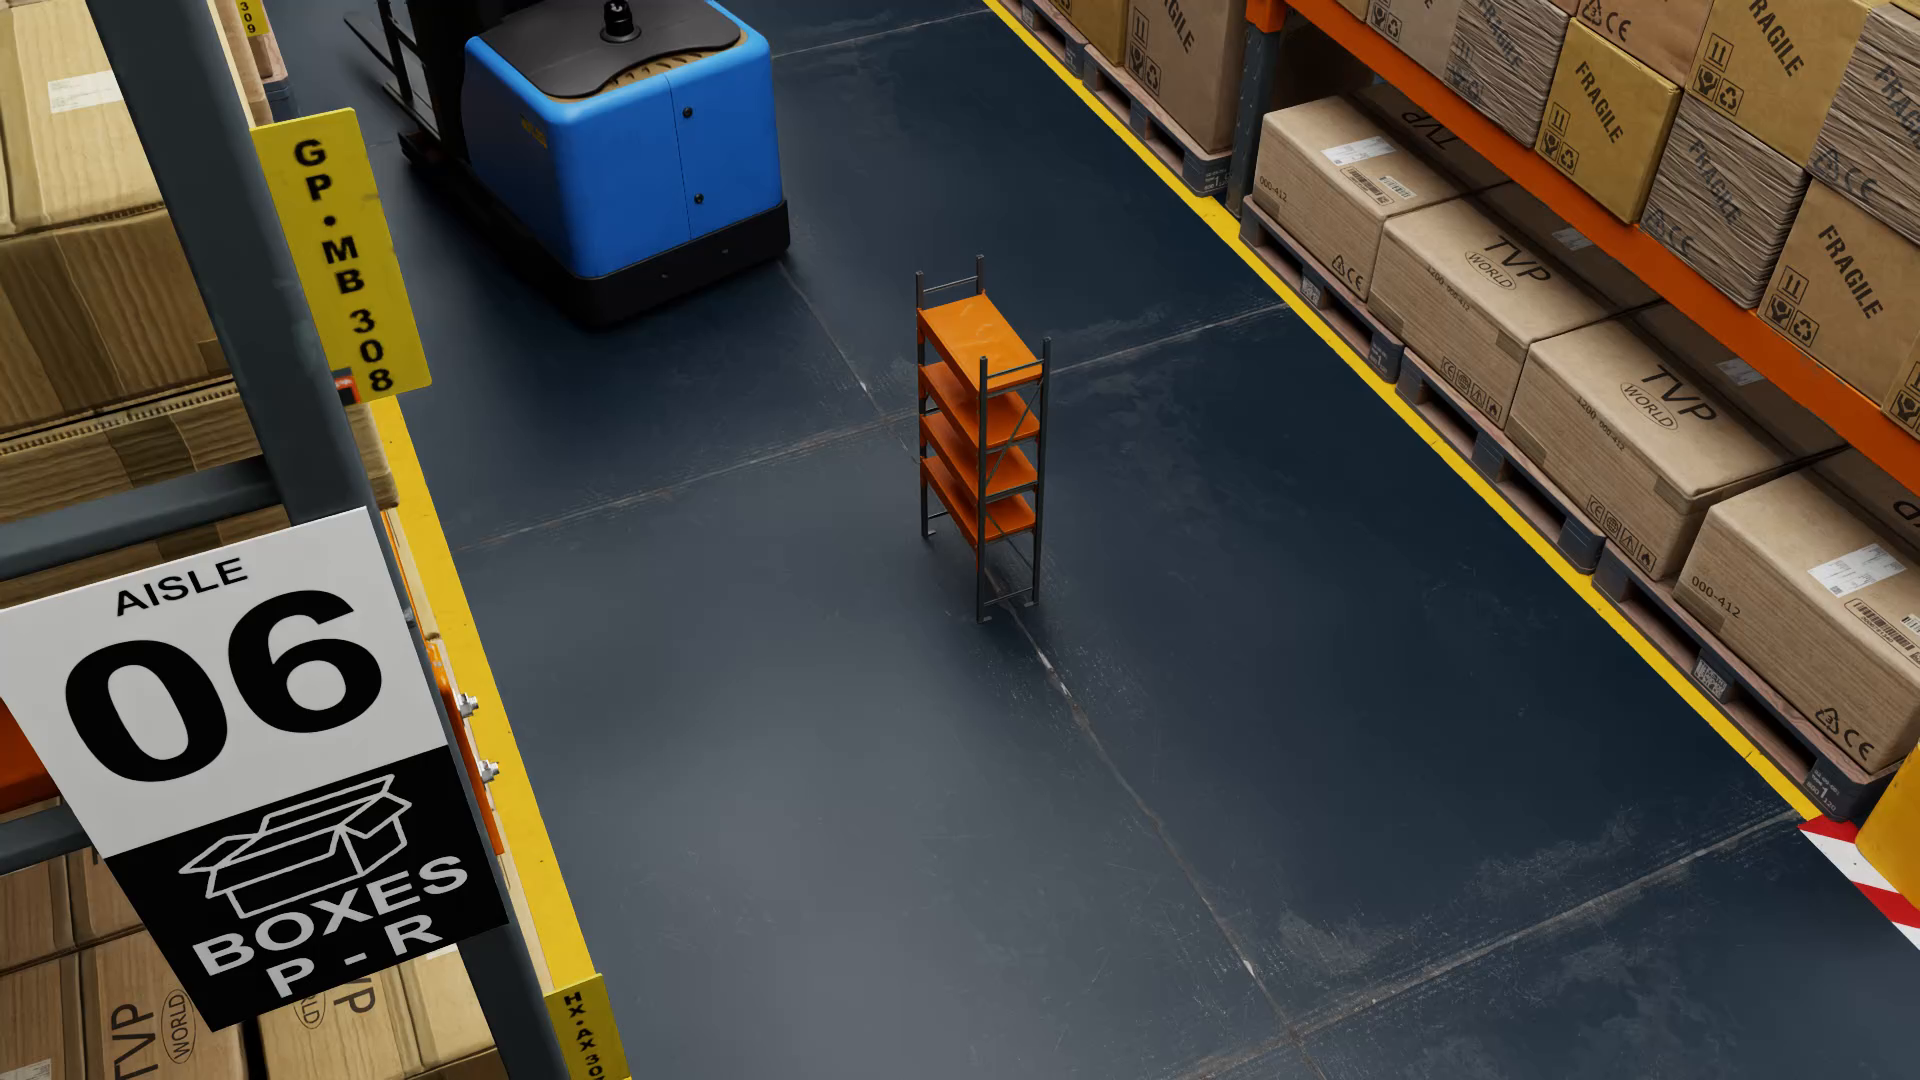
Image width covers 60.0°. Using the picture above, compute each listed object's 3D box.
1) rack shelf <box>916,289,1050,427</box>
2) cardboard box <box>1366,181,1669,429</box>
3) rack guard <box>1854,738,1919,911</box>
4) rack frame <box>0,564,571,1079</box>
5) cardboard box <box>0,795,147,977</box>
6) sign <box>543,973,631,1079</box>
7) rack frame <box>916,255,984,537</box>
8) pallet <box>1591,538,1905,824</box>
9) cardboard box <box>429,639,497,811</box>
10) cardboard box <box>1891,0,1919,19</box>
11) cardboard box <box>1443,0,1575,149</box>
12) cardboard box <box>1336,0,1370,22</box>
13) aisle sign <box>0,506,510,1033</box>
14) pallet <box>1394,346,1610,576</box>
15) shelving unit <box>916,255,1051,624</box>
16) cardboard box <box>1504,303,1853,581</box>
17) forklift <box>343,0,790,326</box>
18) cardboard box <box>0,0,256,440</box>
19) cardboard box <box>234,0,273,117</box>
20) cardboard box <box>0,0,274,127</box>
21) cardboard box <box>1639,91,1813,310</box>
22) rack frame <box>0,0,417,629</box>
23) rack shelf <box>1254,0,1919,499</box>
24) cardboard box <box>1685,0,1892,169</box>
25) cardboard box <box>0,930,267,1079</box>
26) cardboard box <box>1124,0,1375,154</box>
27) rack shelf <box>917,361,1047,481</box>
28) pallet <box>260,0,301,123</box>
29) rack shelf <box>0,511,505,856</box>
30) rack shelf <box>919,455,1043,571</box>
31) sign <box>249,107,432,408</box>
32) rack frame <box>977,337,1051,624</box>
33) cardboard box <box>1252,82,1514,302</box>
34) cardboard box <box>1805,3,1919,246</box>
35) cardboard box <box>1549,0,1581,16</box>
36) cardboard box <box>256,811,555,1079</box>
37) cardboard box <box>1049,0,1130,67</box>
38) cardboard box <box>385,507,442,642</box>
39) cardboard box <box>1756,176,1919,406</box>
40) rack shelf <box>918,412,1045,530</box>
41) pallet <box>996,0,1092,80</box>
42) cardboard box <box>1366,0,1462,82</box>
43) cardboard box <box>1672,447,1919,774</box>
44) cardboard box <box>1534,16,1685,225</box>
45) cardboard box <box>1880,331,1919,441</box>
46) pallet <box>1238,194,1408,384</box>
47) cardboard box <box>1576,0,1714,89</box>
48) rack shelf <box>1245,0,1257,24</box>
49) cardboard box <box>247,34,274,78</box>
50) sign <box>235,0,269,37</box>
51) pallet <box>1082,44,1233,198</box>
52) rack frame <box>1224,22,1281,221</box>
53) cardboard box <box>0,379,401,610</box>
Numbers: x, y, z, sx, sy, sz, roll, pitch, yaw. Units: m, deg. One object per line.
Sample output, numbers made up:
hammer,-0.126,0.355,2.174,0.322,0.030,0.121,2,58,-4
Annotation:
rack shelf,0.070,-0.601,5.446,0.258,0.148,0.480,-18,47,-17
cardboard box,2.269,-0.980,6.633,0.875,0.438,0.875,-19,48,-19
rack guard,3.418,0.709,5.175,1.175,0.500,0.348,-18,47,-17
rack frame,-1.094,1.273,2.825,1.000,3.000,0.127,-18,47,-17
cardboard box,-1.744,0.676,3.324,0.500,0.250,0.500,-18,47,-17
sign,-0.602,0.804,2.683,0.100,0.325,0.005,-18,47,-17
rack frame,-0.033,-0.477,5.879,0.240,1.200,0.015,-18,47,-17
pallet,3.000,0.311,5.785,1.003,0.211,1.213,-18,47,-17
cardboard box,-1.253,0.530,3.472,0.500,0.250,0.500,-18,47,-17
cardboard box,2.693,-1.455,4.344,0.380,0.149,0.250,-17,47,-17
cardboard box,2.097,-1.763,5.830,0.500,0.500,0.500,-18,47,-17
cardboard box,1.685,-2.404,6.479,0.500,0.500,0.500,-17,47,-16
aisle sign,-0.799,0.304,1.955,0.394,0.787,0.004,-18,47,-17
pallet,2.491,-0.466,6.572,1.003,0.211,1.213,-18,47,-17
shelving unit,0.070,-0.322,5.722,0.258,1.200,0.503,-18,47,-17
cardboard box,2.647,-0.405,6.050,0.875,0.438,0.875,-17,47,-16
forklift,-2.057,-2.942,7.145,1.130,2.935,3.031,-28,51,-26
cardboard box,-1.053,-0.382,1.905,0.500,0.250,0.500,-19,48,-18
cardboard box,-1.469,-0.859,2.744,0.500,0.250,0.500,-19,48,-19
cardboard box,-1.250,-0.712,2.239,0.500,0.250,0.500,-18,47,-18
cardboard box,2.542,-1.110,5.168,0.500,0.500,0.500,-17,47,-16
rack frame,-1.094,-0.863,0.717,1.000,3.000,0.127,-18,47,-17
rack shelf,2.567,-1.214,5.857,1.077,0.370,4.000,-18,47,-17
cardboard box,2.537,-1.465,4.816,0.500,0.500,0.500,-18,47,-18
cardboard box,-1.529,1.005,2.990,0.500,0.250,0.500,-17,47,-16
cardboard box,1.392,-2.509,7.871,0.875,0.875,0.875,-17,47,-16
rack shelf,0.070,-0.433,5.612,0.258,0.148,0.480,-18,47,-17
pallet,-3.013,-1.750,6.024,1.003,0.211,1.213,-18,47,-17
rack shelf,-1.935,-0.814,3.315,1.077,0.370,4.000,-18,47,-17
rack shelf,0.070,-0.132,5.908,0.258,0.148,0.480,-18,47,-17
sign,-0.602,-0.267,1.627,0.100,0.325,0.005,-18,47,-17
rack frame,0.172,-0.166,5.564,0.240,1.200,0.015,-18,47,-17
cardboard box,1.892,-1.550,7.211,0.875,0.438,0.875,-19,48,-18
cardboard box,2.742,-1.148,4.495,0.500,0.500,0.500,-18,47,-17
cardboard box,2.118,-2.108,5.467,0.500,0.500,0.500,-17,47,-17
cardboard box,-1.041,0.851,3.146,0.500,0.250,0.500,-18,47,-17
cardboard box,1.006,-3.083,8.452,0.875,0.875,0.875,-17,47,-16
cardboard box,-1.469,0.208,3.798,0.500,0.250,0.500,-19,48,-18
cardboard box,2.767,-0.785,4.838,0.500,0.500,0.500,-19,48,-18
rack shelf,0.070,-0.274,5.769,0.258,0.148,0.480,-18,47,-17
pallet,0.816,-3.000,9.140,1.003,0.211,1.213,-18,47,-17
cardboard box,1.893,-2.082,6.153,0.500,0.500,0.500,-18,47,-17
cardboard box,3.039,0.176,5.461,0.875,0.438,0.875,-20,48,-19
cardboard box,2.313,-1.435,5.497,0.500,0.500,0.500,-17,47,-16
cardboard box,2.965,-0.460,4.510,0.500,0.500,0.500,-18,47,-17
pallet,1.974,-1.244,7.361,1.003,0.211,1.213,-18,47,-17
cardboard box,2.328,-1.786,5.141,0.500,0.500,0.500,-18,47,-18
rack shelf,0.885,-3.763,8.440,1.077,0.370,4.000,-18,47,-17
cardboard box,-2.777,-1.836,5.605,0.700,0.500,0.500,-17,47,-16
sign,-2.287,-1.750,5.271,0.100,0.325,0.005,-18,47,-17
pallet,1.333,-2.221,8.351,1.003,0.211,1.213,-18,47,-17
rack frame,1.726,-2.745,6.896,1.000,3.000,0.127,-18,47,-17
cardboard box,-1.033,-0.211,2.088,0.500,0.250,0.500,-19,48,-18
